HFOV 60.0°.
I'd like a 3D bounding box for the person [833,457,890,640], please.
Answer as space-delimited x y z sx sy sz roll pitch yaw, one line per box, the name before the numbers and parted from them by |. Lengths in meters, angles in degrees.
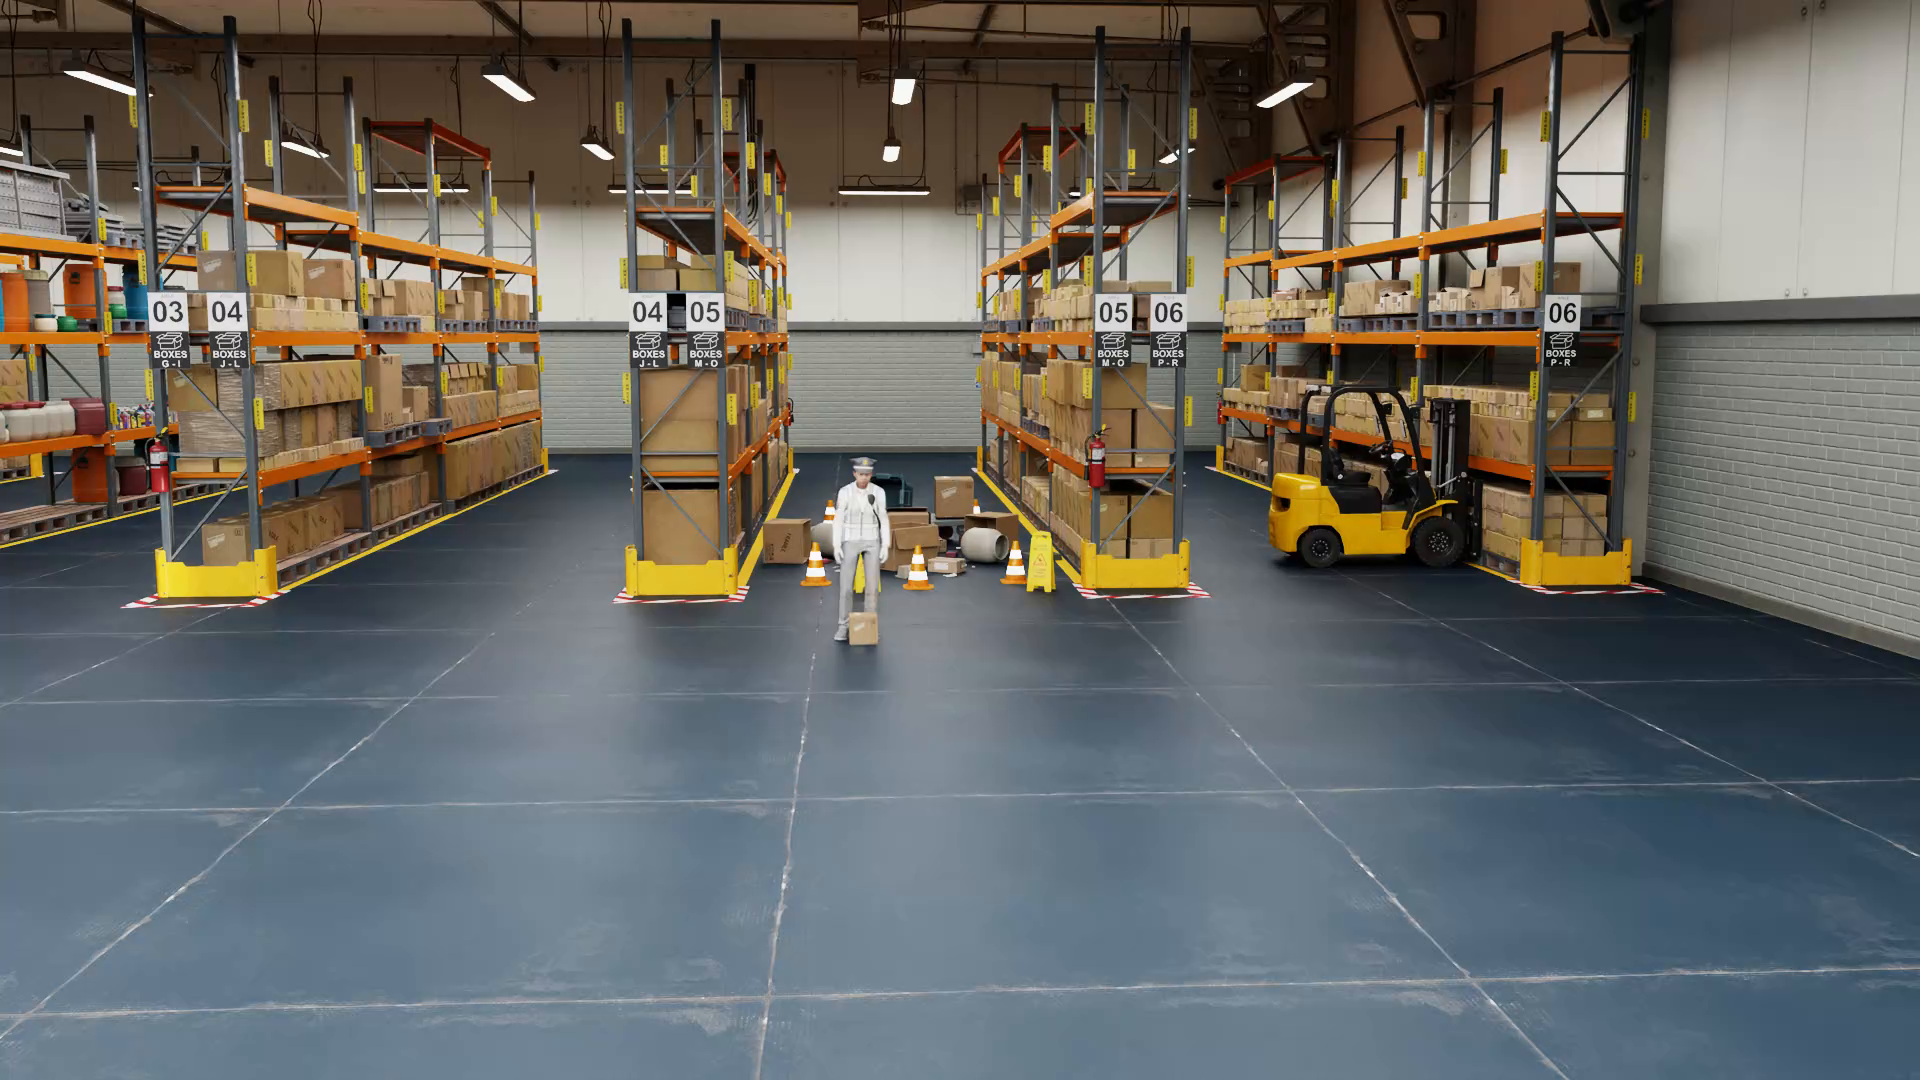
person | -0.894 0.075 15.131 0.525 1.662 0.414 -1 7 -6
